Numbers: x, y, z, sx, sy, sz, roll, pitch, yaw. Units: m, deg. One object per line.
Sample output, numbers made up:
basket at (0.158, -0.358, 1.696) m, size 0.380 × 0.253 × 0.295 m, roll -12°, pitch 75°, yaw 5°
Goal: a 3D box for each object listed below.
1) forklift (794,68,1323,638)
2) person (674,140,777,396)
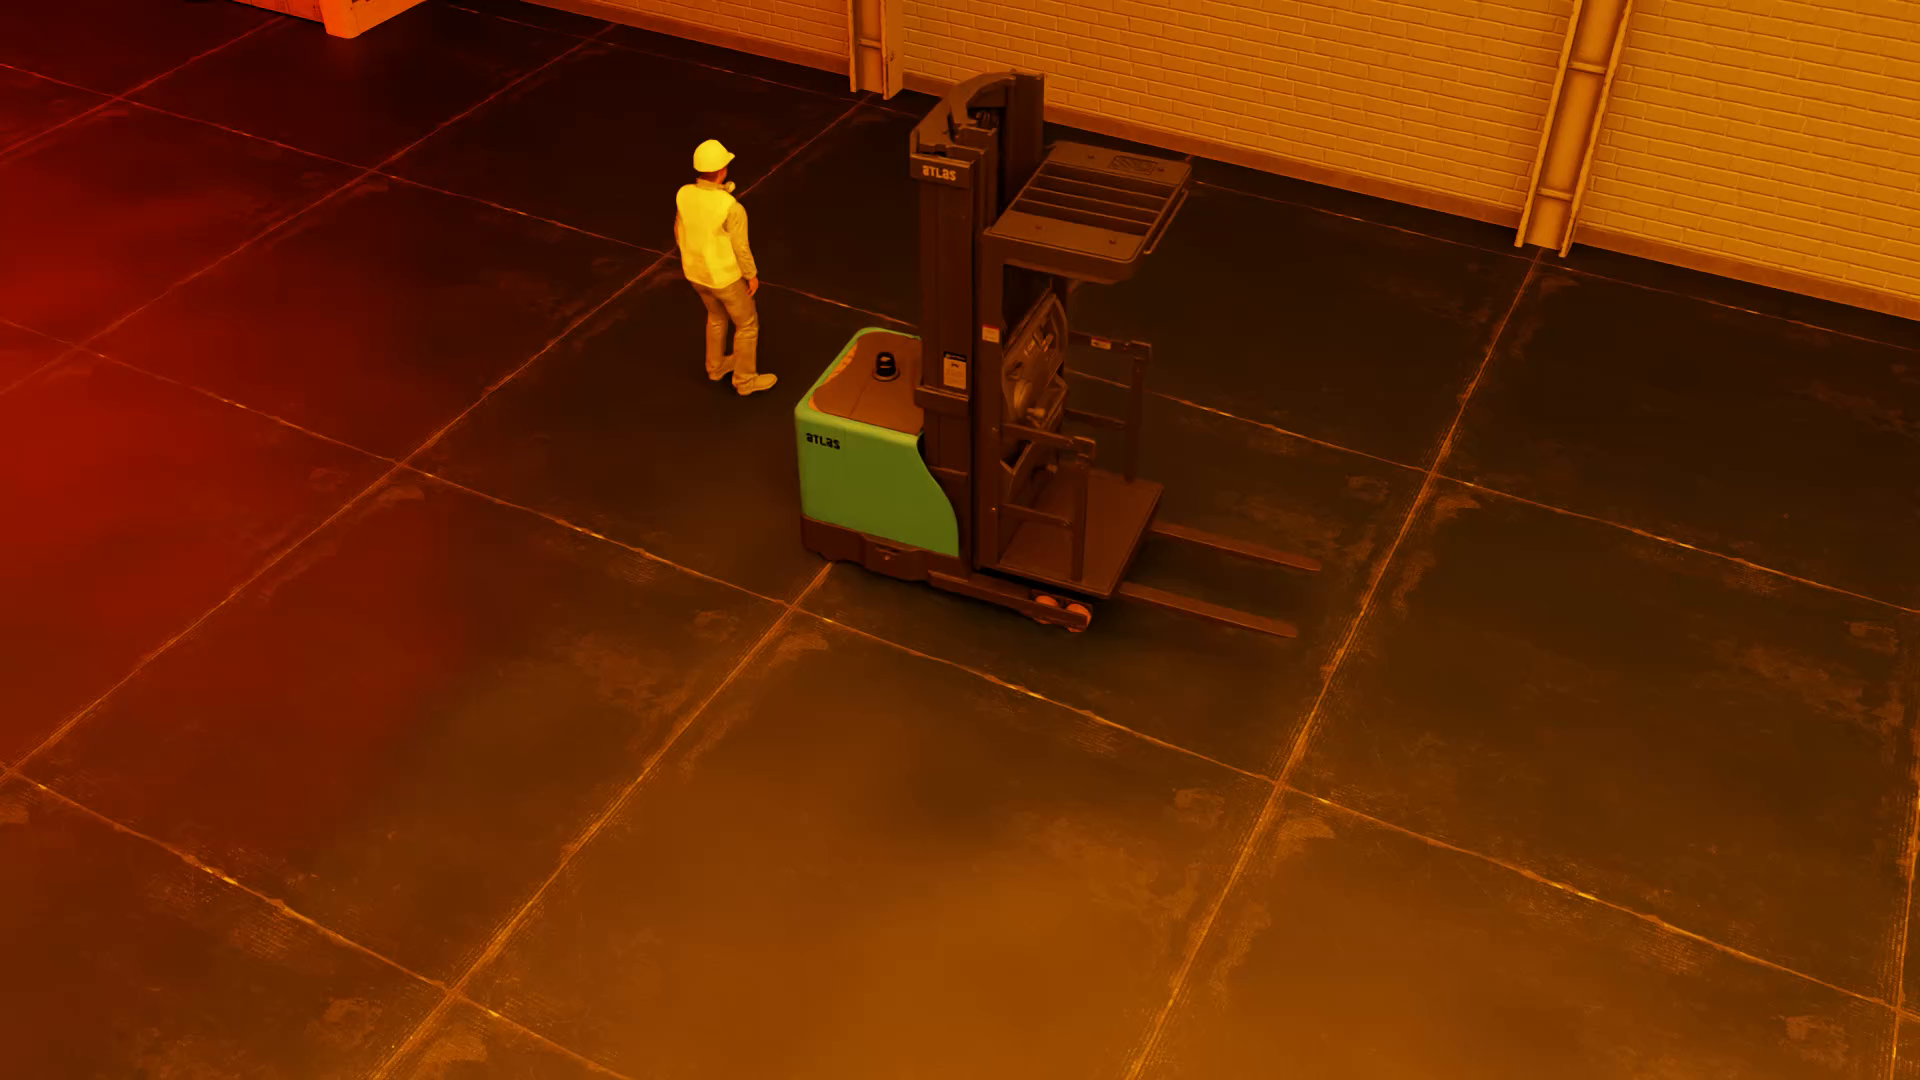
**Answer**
forklift at (0.599, -0.976, 9.146) m, size 3.031 × 2.935 × 1.130 m, roll 15°, pitch 42°, yaw 17°
person at (-1.591, -1.804, 11.036) m, size 0.619 × 1.764 × 0.449 m, roll 22°, pitch 45°, yaw 24°
